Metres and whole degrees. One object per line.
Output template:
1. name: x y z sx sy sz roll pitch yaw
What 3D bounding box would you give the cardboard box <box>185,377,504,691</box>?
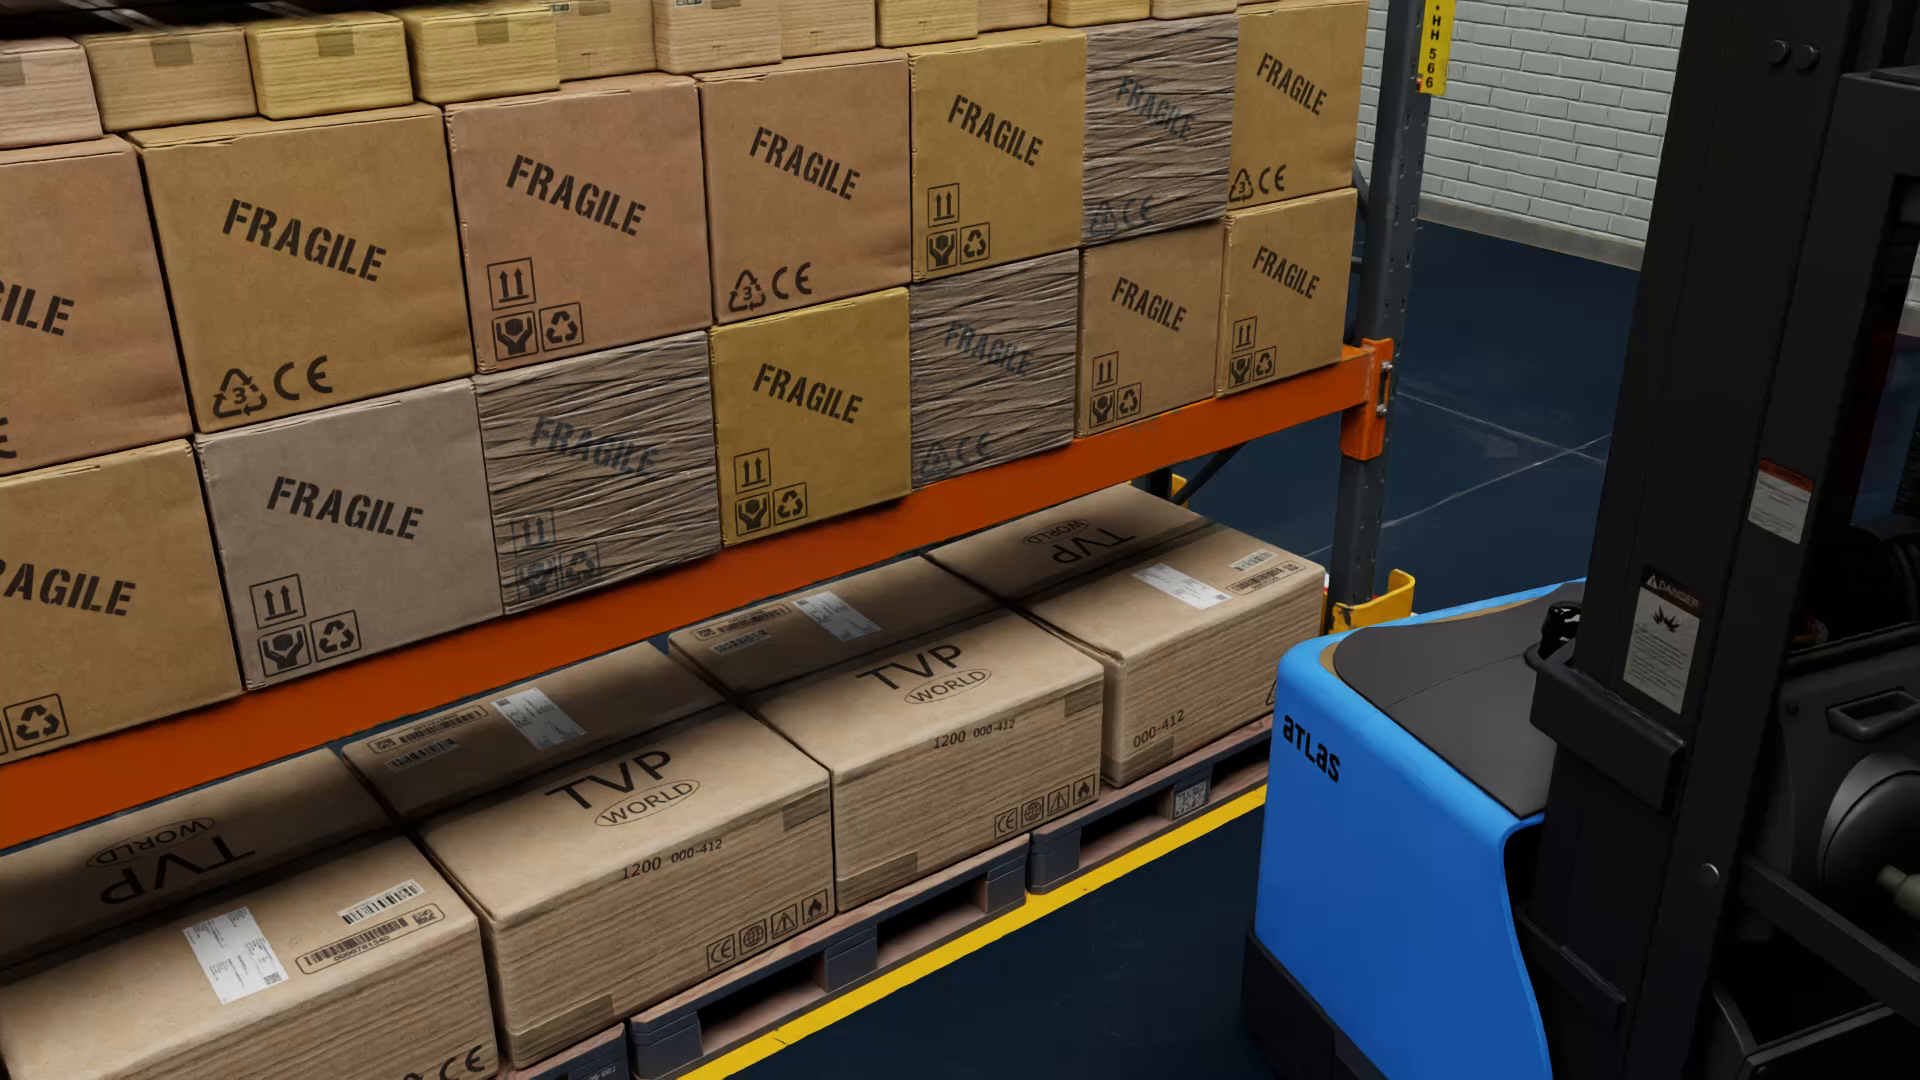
1. cardboard box: -1.259 -0.091 3.265 0.500 0.500 0.500 -18 30 -34

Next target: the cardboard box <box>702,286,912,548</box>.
1. cardboard box: -0.459 -0.352 3.827 0.500 0.500 0.500 -17 30 -33

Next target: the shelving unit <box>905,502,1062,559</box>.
1. shelving unit: -0.005 -0.679 6.431 0.755 1.500 0.431 -18 31 -34

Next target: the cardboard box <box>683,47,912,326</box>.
1. cardboard box: -0.455 -0.812 3.631 0.500 0.500 0.500 -19 31 -34

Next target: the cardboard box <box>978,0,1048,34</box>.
1. cardboard box: -0.009 -1.289 3.887 0.250 0.149 0.380 -19 31 -34

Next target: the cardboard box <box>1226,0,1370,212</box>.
1. cardboard box: 0.727 -1.215 4.499 0.500 0.500 0.500 -17 30 -32

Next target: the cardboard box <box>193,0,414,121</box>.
1. cardboard box: -1.180 -0.867 2.978 0.250 0.149 0.380 -19 31 -34

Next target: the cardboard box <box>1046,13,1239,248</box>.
1. cardboard box: 0.333 -1.070 4.185 0.500 0.500 0.500 -18 30 -34

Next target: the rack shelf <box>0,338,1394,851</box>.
1. rack shelf: -0.615 -0.075 4.202 4.000 0.370 1.077 -18 31 -34

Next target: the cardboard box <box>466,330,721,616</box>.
1. cardboard box: -0.864 -0.218 3.539 0.500 0.500 0.500 -18 30 -34

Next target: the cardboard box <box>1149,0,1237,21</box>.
1. cardboard box: 0.464 -1.385 4.095 0.250 0.149 0.380 -19 31 -35

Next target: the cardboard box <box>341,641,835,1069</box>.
1. cardboard box: -0.924 0.730 4.159 0.875 0.438 0.875 -19 31 -35

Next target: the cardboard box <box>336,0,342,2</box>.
1. cardboard box: -1.303 -1.103 3.486 0.250 0.149 0.380 -19 31 -34

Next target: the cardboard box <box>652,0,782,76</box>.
1. cardboard box: -0.570 -1.060 3.394 0.250 0.149 0.380 -18 30 -34

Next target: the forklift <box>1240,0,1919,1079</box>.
1. forklift: 1.738 0.365 2.481 1.130 2.935 3.031 -10 27 -21

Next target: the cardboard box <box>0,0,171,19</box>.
1. cardboard box: -1.666 -0.954 3.165 0.250 0.149 0.380 -18 31 -34

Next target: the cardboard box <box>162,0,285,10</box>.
1. cardboard box: -1.478 -1.026 3.320 0.250 0.149 0.380 -19 31 -34

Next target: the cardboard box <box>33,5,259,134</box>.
1. cardboard box: -1.413 -0.823 2.883 0.250 0.149 0.380 -19 31 -35

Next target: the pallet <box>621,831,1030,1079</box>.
1. pallet: -0.581 0.893 4.575 1.213 0.211 1.003 -18 31 -34

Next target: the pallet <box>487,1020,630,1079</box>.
1. pallet: -1.542 1.212 3.888 1.213 0.211 1.003 -18 31 -34

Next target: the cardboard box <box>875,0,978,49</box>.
1. cardboard box: -0.170 -1.204 3.705 0.250 0.149 0.380 -17 30 -33

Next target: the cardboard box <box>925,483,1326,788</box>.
1. cardboard box: 0.501 0.256 5.180 0.875 0.438 0.875 -19 31 -36

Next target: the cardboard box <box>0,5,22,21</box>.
1. cardboard box: -1.868 -0.893 3.033 0.250 0.149 0.380 -17 30 -33

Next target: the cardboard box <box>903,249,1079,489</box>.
1. cardboard box: -0.060 -0.491 4.125 0.500 0.500 0.500 -17 30 -33

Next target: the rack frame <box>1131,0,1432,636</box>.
1. rack frame: 0.959 -0.920 5.170 0.127 3.000 1.000 -18 31 -34

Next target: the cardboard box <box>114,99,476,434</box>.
1. cardboard box: -1.263 -0.553 3.072 0.500 0.500 0.500 -19 31 -35

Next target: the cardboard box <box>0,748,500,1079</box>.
1. cardboard box: -1.628 0.963 3.657 0.875 0.438 0.875 -19 31 -35

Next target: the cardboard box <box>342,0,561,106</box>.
1. cardboard box: -0.953 -0.927 3.106 0.250 0.149 0.380 -19 31 -35

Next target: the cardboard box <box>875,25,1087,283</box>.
1. cardboard box: -0.058 -0.942 3.911 0.500 0.500 0.500 -18 31 -34

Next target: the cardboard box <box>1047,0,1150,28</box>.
1. cardboard box: 0.240 -1.333 3.983 0.250 0.149 0.380 -17 30 -33

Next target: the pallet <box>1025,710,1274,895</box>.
1. pallet: 0.378 0.578 5.254 1.213 0.211 1.003 -18 31 -34

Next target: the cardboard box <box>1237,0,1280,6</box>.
1. cardboard box: 0.615 -1.480 4.299 0.250 0.149 0.380 -18 30 -33

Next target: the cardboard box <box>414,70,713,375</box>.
1. cardboard box: -0.853 -0.682 3.350 0.500 0.500 0.500 -18 30 -33

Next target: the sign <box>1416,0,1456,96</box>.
1. sign: 1.283 -1.370 4.482 0.005 0.325 0.100 -18 31 -34

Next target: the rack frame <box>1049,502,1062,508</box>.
1. rack frame: 0.283 -0.774 6.635 0.023 1.500 0.400 -18 31 -34

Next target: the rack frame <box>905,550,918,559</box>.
1. rack frame: -0.293 -0.583 6.226 0.023 1.500 0.400 -18 31 -34

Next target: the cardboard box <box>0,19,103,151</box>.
1. cardboard box: -1.588 -0.742 2.710 0.250 0.149 0.380 -18 30 -33

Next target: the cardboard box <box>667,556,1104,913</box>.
1. cardboard box: -0.214 0.496 4.662 0.875 0.438 0.875 -17 30 -33

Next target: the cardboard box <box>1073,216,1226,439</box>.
1. cardboard box: 0.339 -0.627 4.420 0.500 0.500 0.500 -19 31 -35

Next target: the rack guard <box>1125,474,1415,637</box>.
1. rack guard: 0.978 0.207 5.710 0.348 0.500 1.175 -18 31 -34

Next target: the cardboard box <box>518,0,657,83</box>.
1. cardboard box: -0.806 -1.019 3.305 0.250 0.149 0.380 -18 31 -34

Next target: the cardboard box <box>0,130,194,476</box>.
1. cardboard box: -1.664 -0.424 2.793 0.500 0.500 0.500 -18 30 -34

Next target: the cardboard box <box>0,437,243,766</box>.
1. cardboard box: -1.658 0.038 2.986 0.500 0.500 0.500 -17 30 -32

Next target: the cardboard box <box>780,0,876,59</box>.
1. cardboard box: -0.388 -1.142 3.571 0.250 0.149 0.380 -17 30 -32

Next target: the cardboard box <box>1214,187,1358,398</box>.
1. cardboard box: 0.743 -0.753 4.690 0.500 0.500 0.500 -18 30 -34
